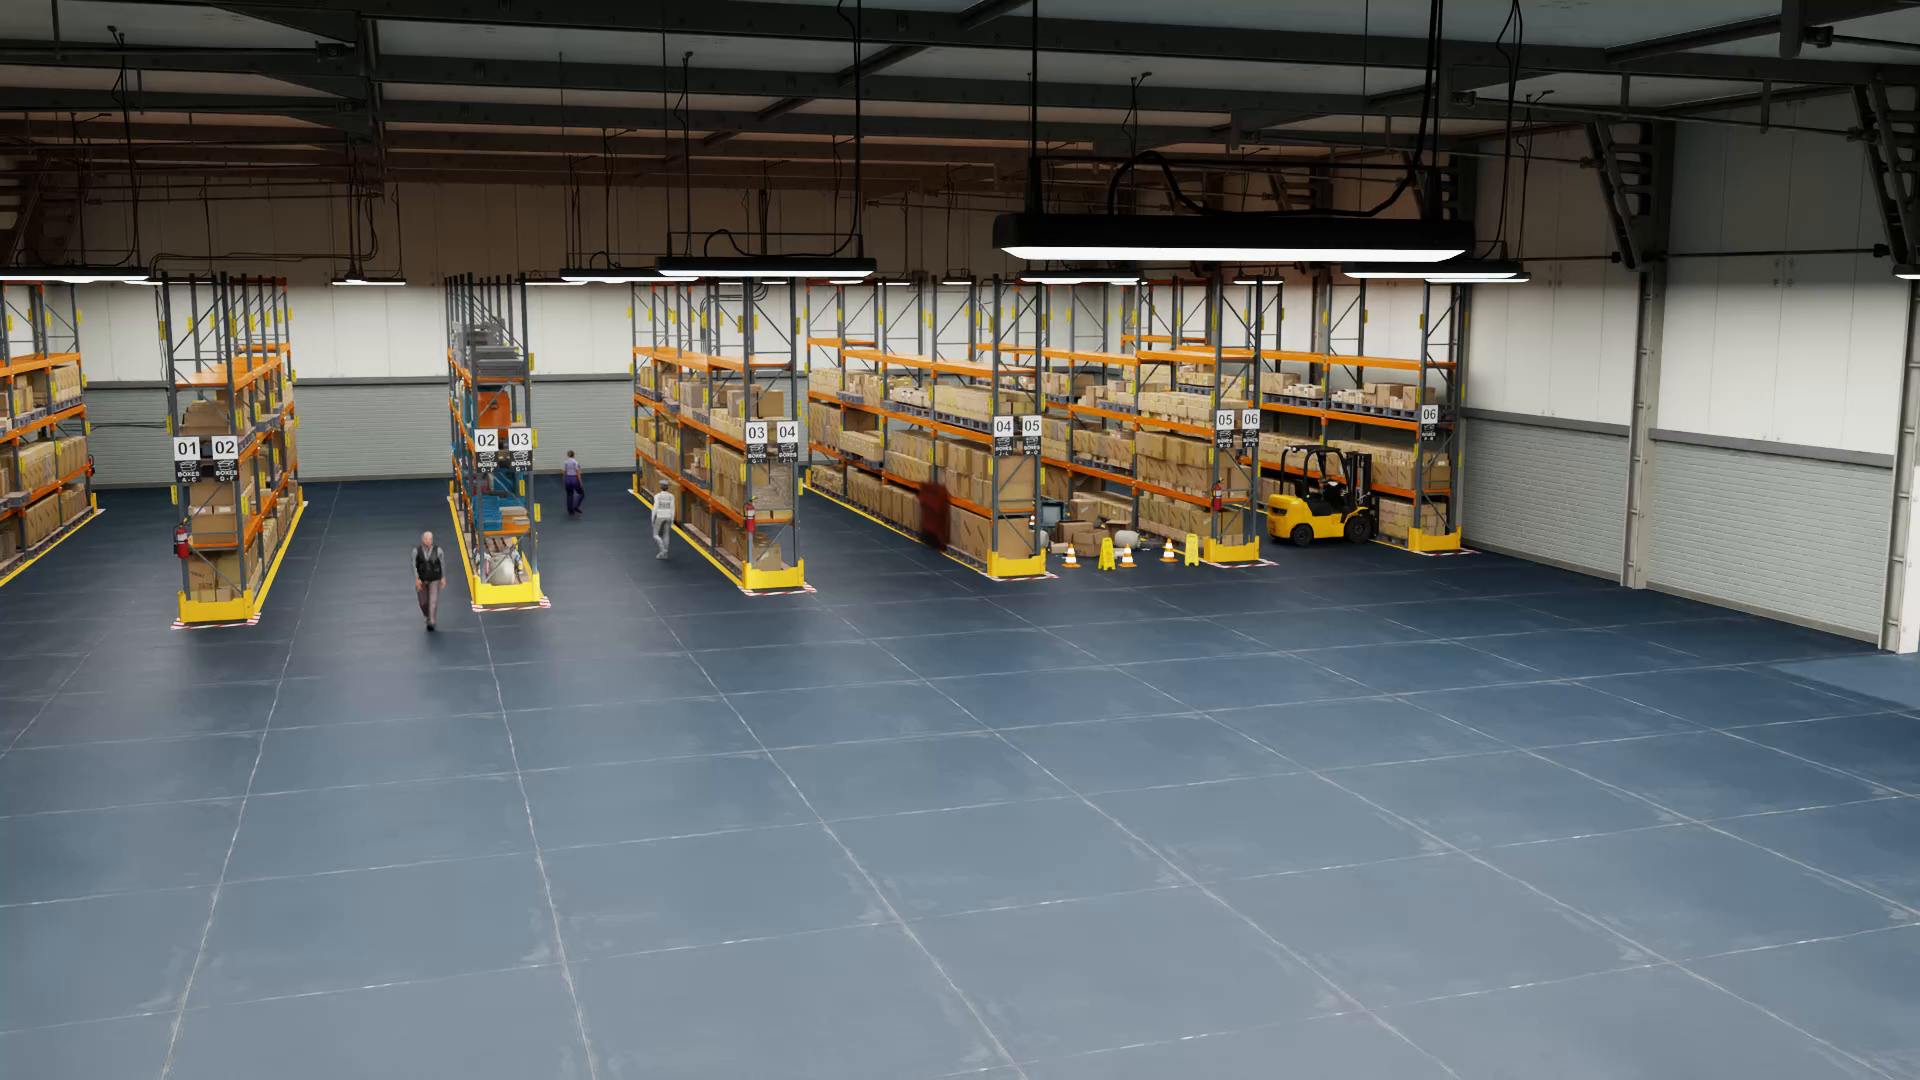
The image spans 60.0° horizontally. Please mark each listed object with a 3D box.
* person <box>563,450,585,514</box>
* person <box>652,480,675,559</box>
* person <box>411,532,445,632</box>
[{"bbox_3d":[-9.876,-1.465,42.342,0.532,1.648,0.466,3,9,18],"label":"person"},{"bbox_3d":[-6.275,-0.424,35.277,0.510,1.674,0.473,-4,10,-27],"label":"person"},{"bbox_3d":[-8.989,0.687,28.083,0.524,1.642,1.115,-2,9,-10],"label":"person"}]
